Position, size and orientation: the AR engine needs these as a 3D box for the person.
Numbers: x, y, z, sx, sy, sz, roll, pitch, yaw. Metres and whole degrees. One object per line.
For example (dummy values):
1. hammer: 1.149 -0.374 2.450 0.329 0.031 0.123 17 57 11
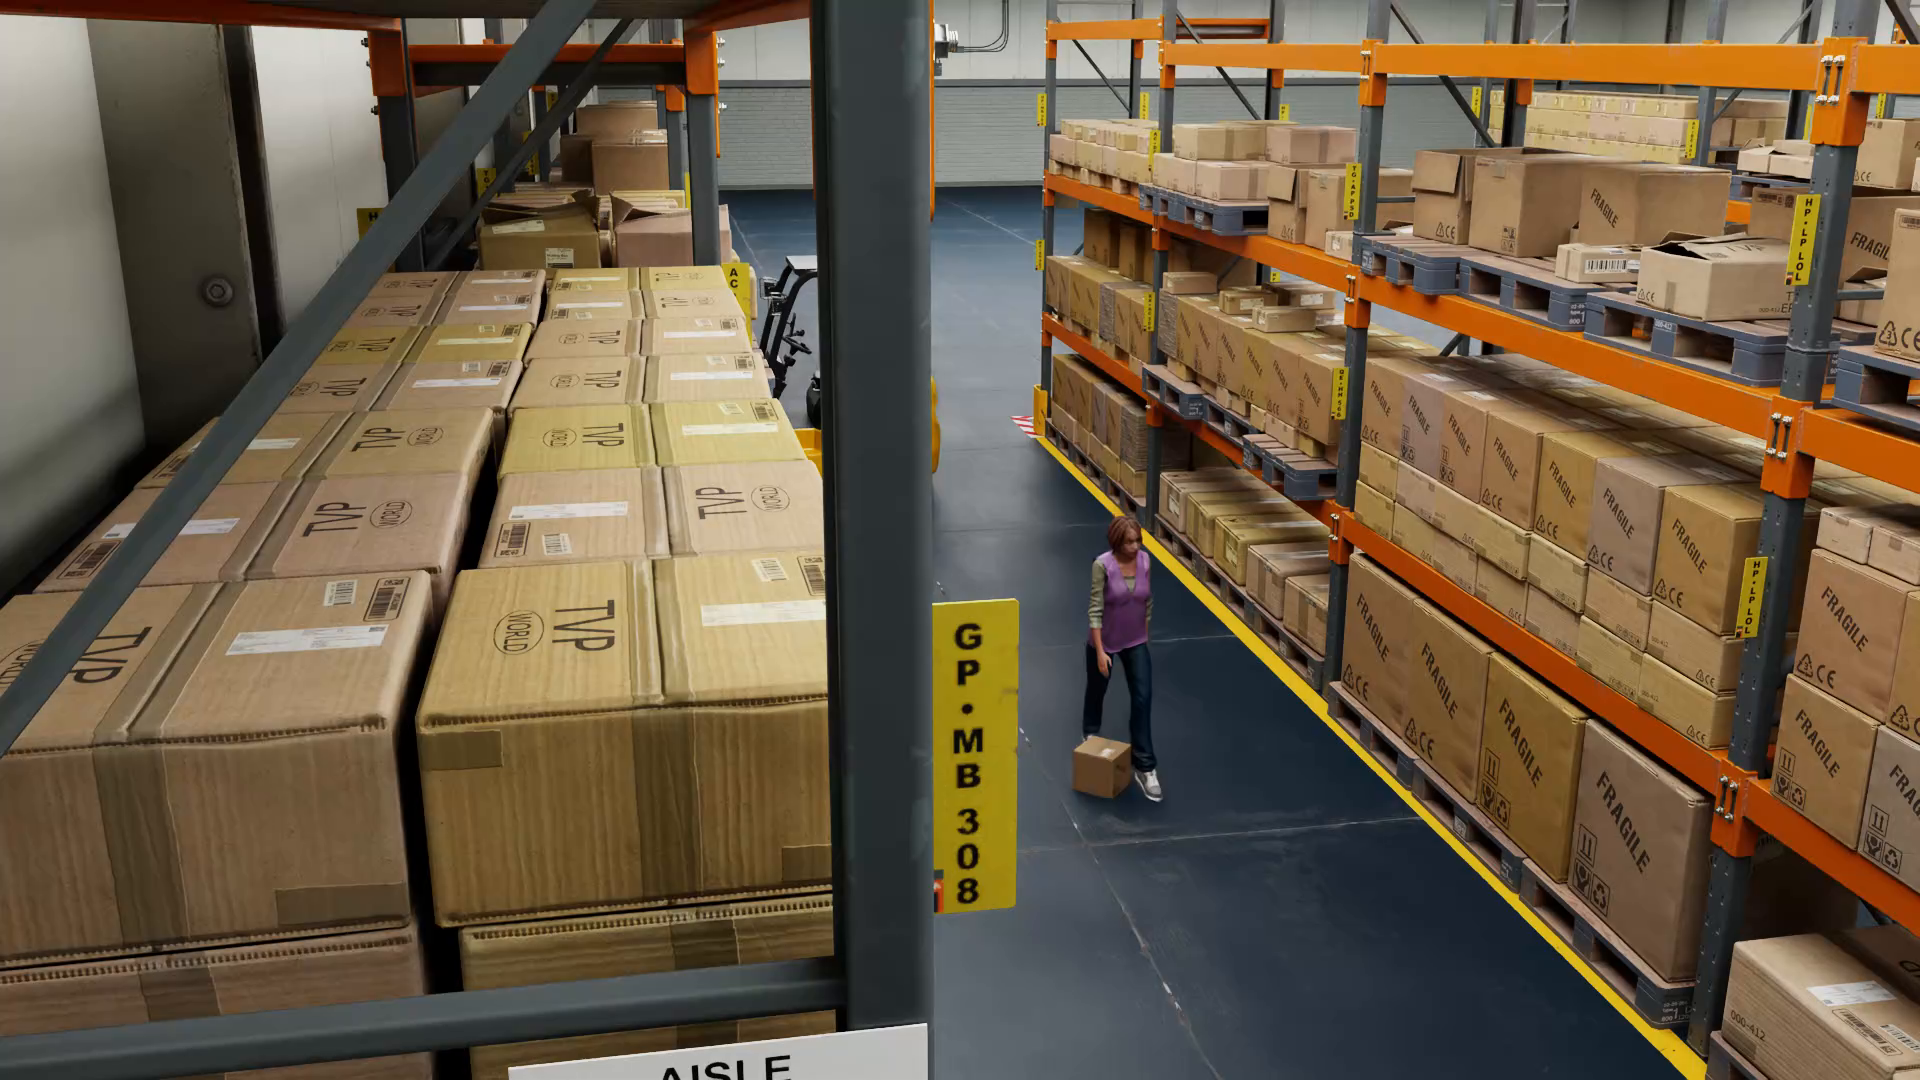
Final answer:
1. person: 0.922 0.608 9.536 0.436 1.575 0.880 -4 17 -13
